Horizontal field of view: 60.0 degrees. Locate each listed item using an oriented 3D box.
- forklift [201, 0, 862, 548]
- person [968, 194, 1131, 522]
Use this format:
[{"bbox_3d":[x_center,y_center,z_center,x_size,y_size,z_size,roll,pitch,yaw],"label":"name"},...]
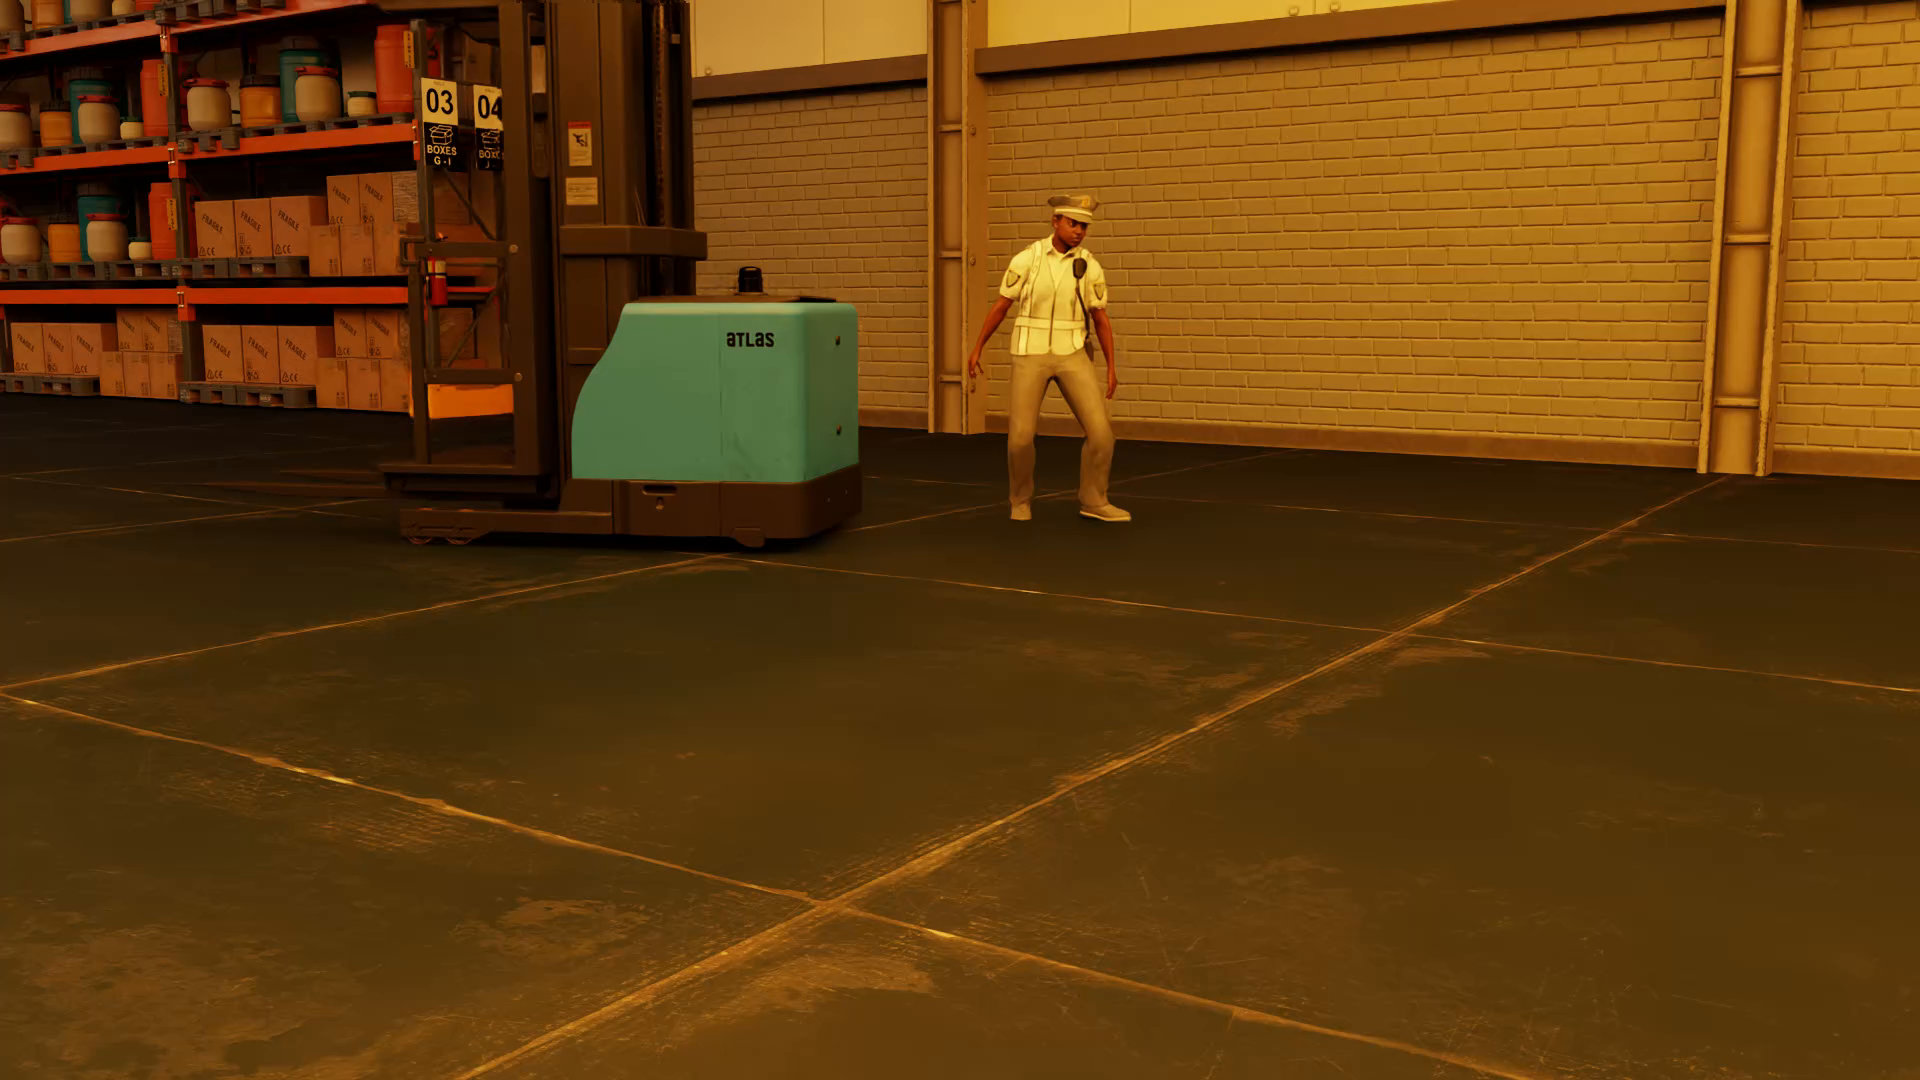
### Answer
[{"bbox_3d":[-2.043,-1.496,7.714,3.031,2.935,1.130,2,8,11],"label":"forklift"},{"bbox_3d":[0.447,-0.869,8.245,0.818,1.640,0.464,0,8,4],"label":"person"}]
